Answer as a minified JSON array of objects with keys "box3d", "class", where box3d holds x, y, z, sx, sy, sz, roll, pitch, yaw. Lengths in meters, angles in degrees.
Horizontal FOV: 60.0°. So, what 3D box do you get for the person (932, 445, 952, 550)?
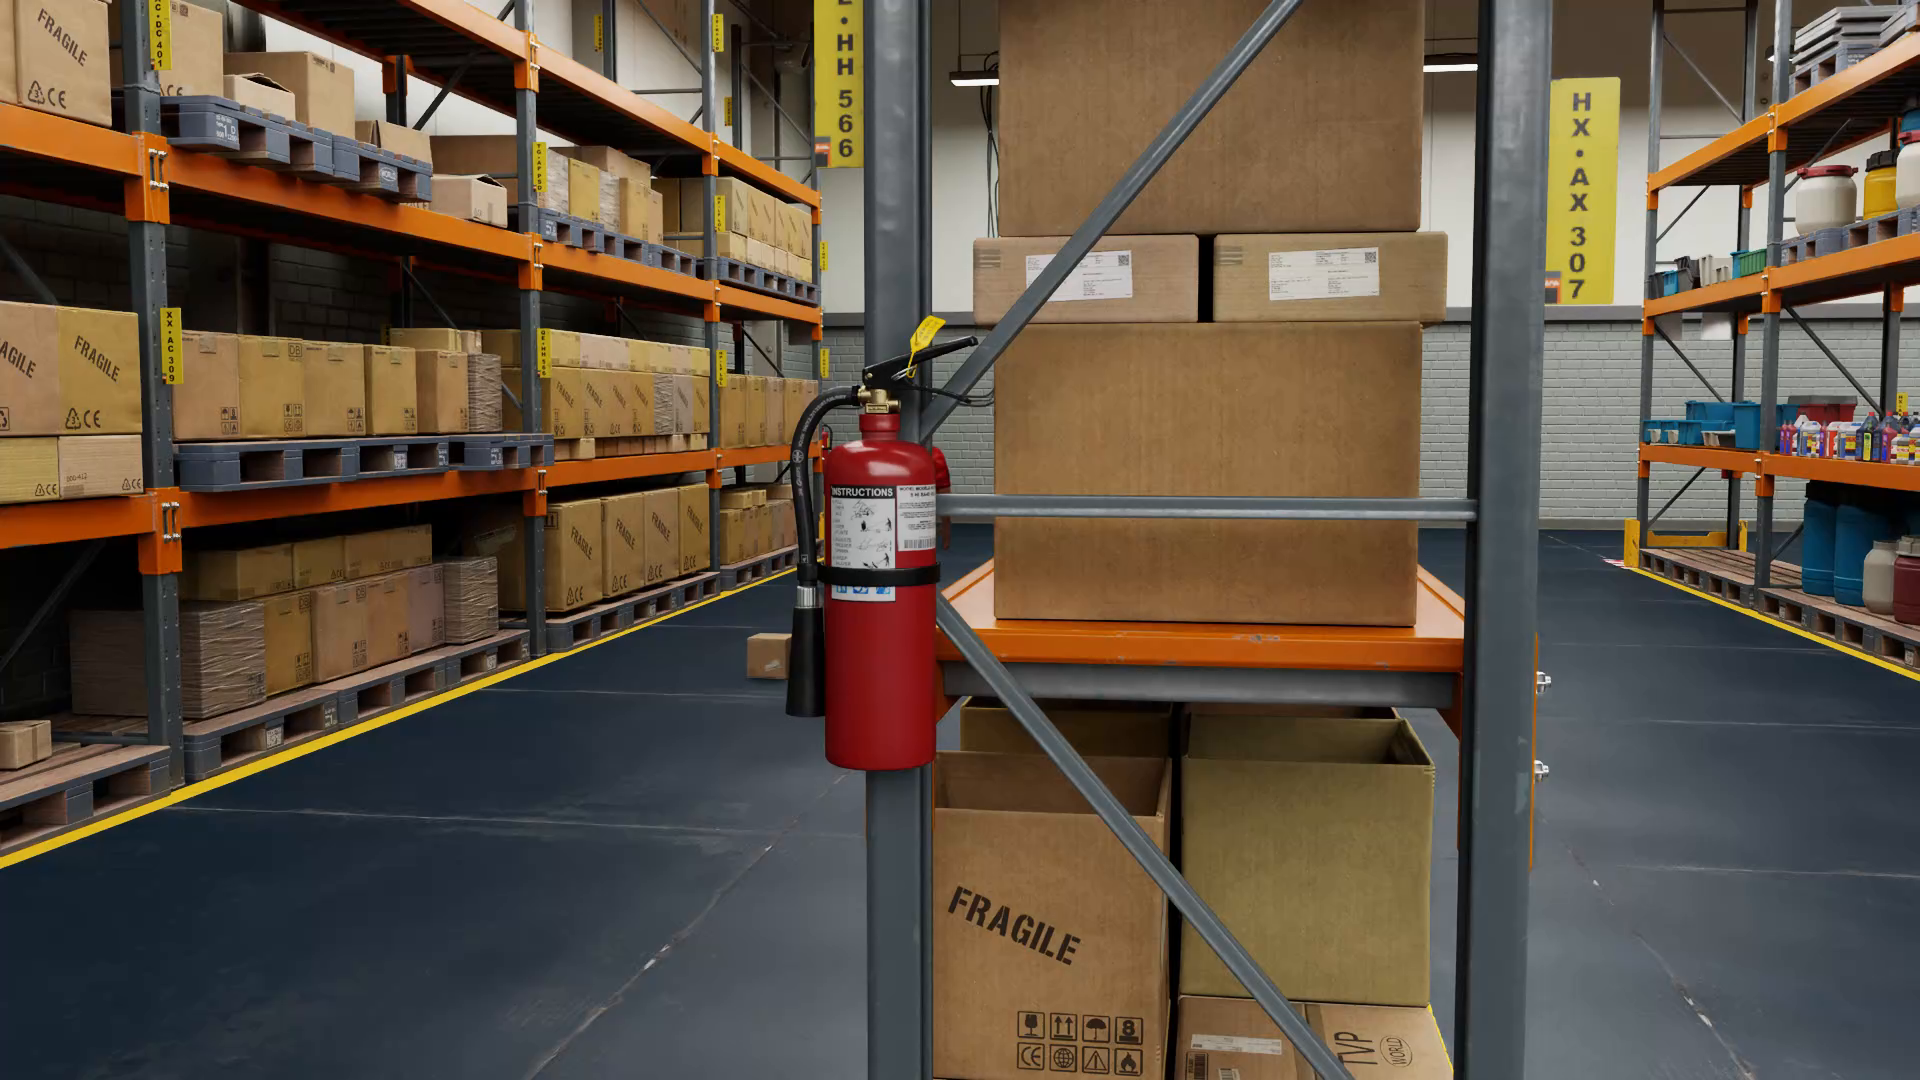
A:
[{"box3d":[-0.353,-0.058,11.194,0.578,1.662,1.115,1,4,9],"class":"person"}]
